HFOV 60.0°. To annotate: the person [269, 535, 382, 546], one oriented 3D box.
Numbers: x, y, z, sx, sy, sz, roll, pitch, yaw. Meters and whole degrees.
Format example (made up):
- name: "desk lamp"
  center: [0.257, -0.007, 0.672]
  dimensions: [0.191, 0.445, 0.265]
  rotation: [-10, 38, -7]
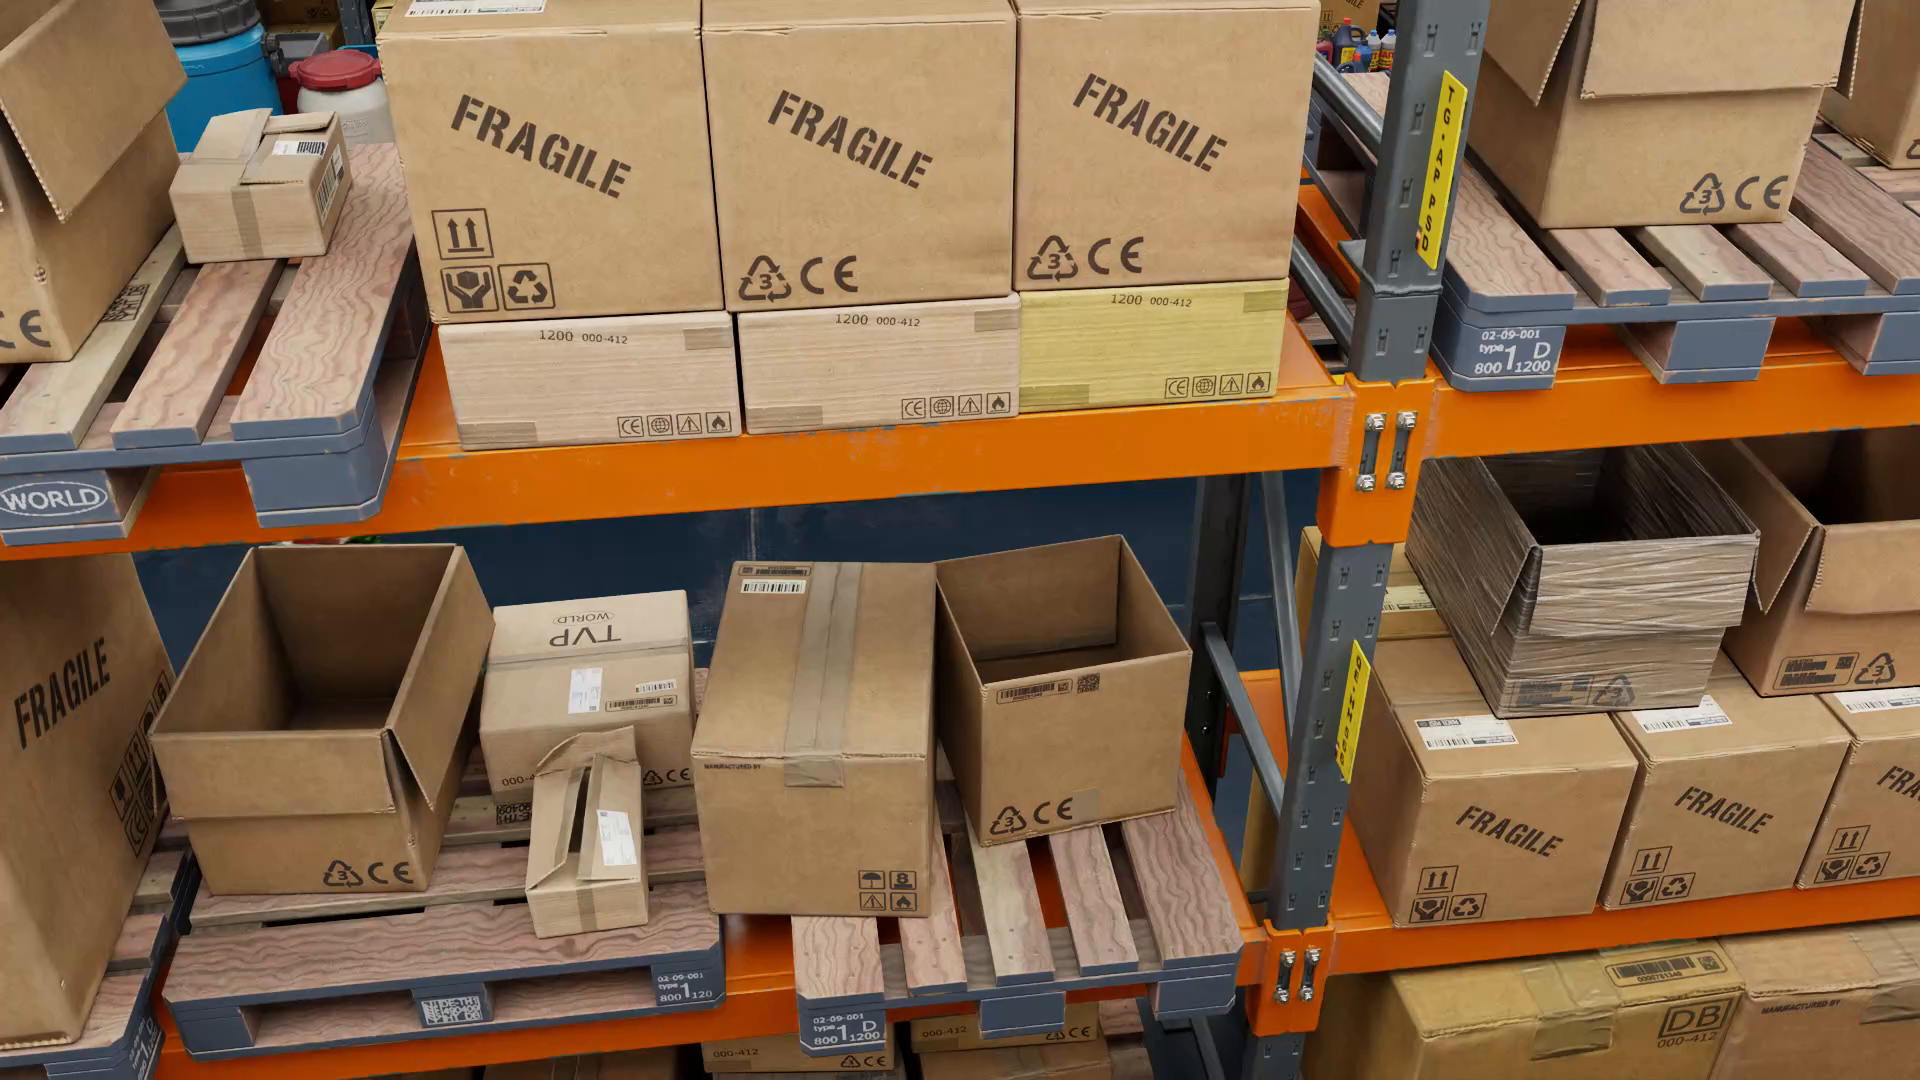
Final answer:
- name: "person"
  center: [-2.472, -0.070, 6.217]
  dimensions: [1.034, 1.736, 0.536]
  rotation: [3, 35, 5]
